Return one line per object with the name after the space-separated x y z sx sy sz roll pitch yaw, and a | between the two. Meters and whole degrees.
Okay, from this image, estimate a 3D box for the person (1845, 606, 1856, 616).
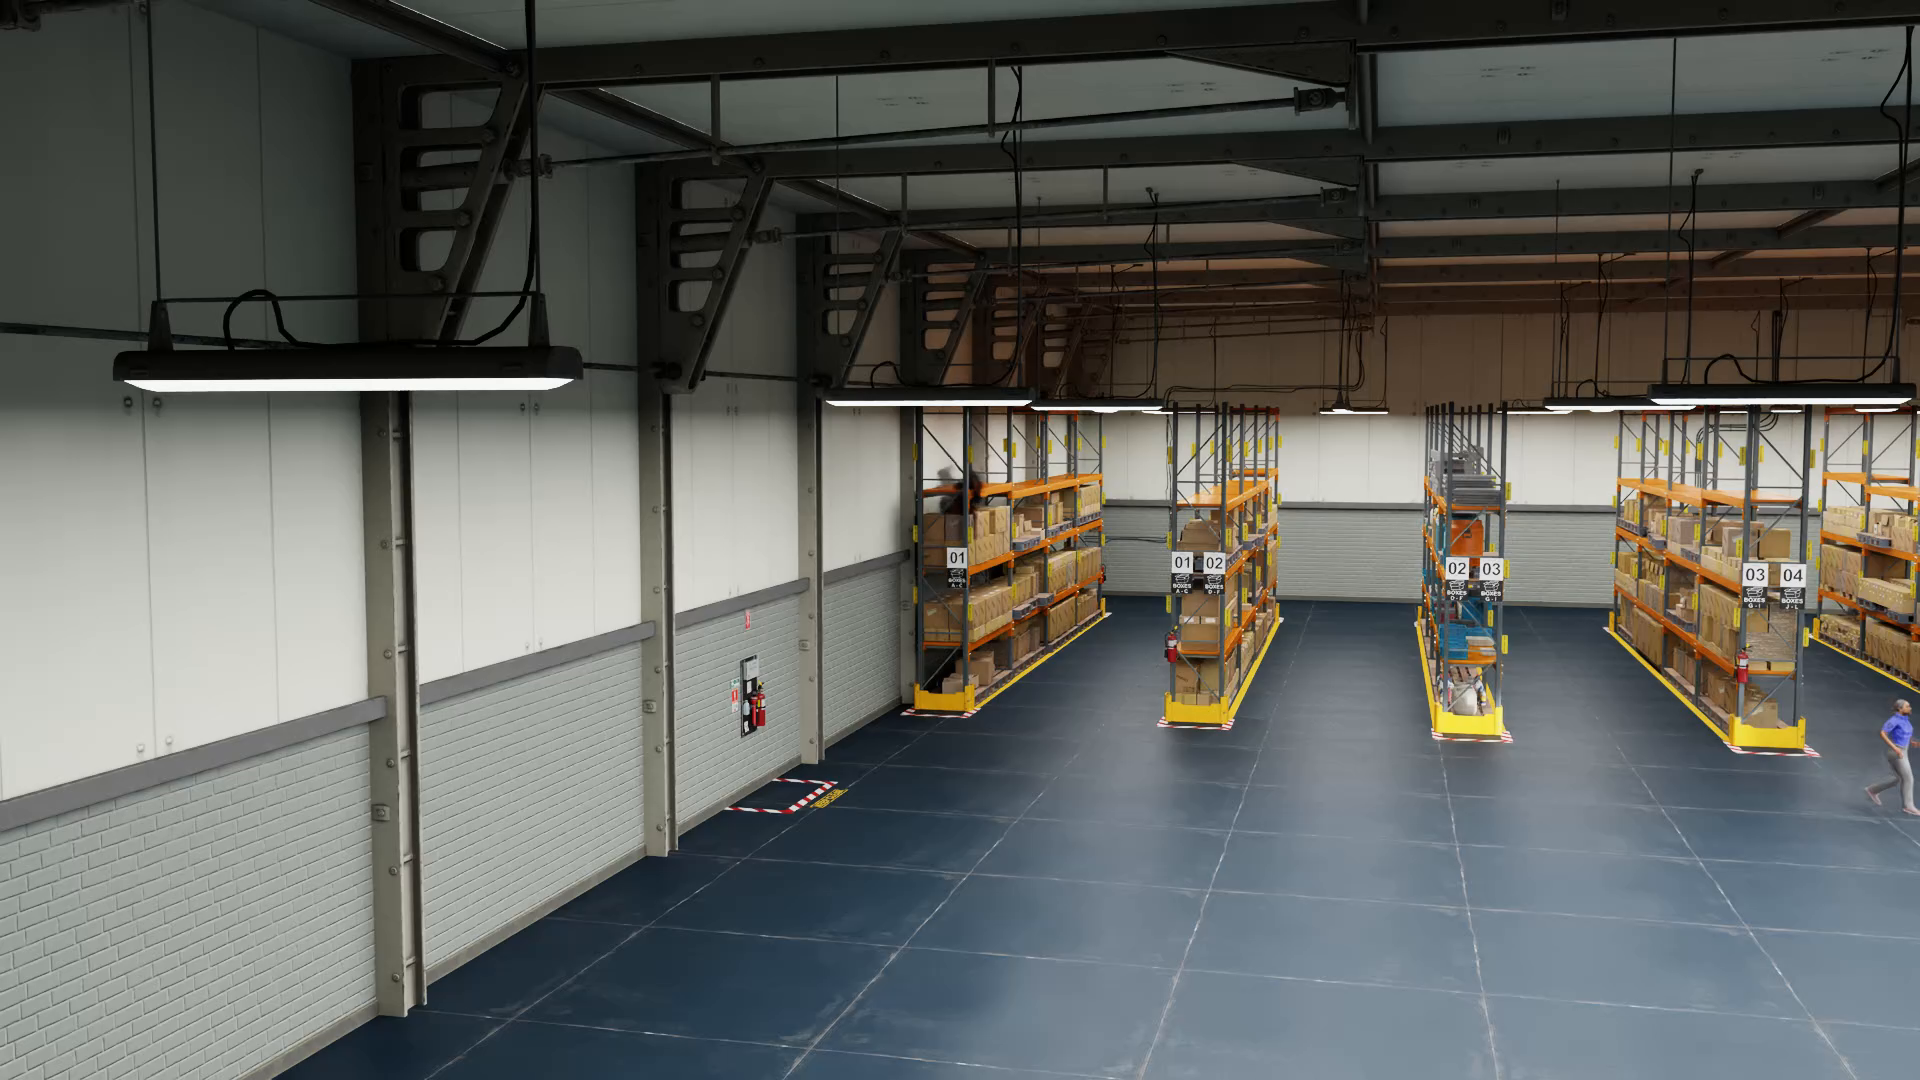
23.749 1.725 44.149 0.674 1.505 0.684 -4 6 -41 | person

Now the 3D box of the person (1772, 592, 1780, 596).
21.646 1.620 44.241 0.610 1.696 0.895 -2 5 -28 | person

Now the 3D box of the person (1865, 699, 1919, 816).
13.583 3.116 24.093 0.772 1.647 0.597 4 6 44 | person
